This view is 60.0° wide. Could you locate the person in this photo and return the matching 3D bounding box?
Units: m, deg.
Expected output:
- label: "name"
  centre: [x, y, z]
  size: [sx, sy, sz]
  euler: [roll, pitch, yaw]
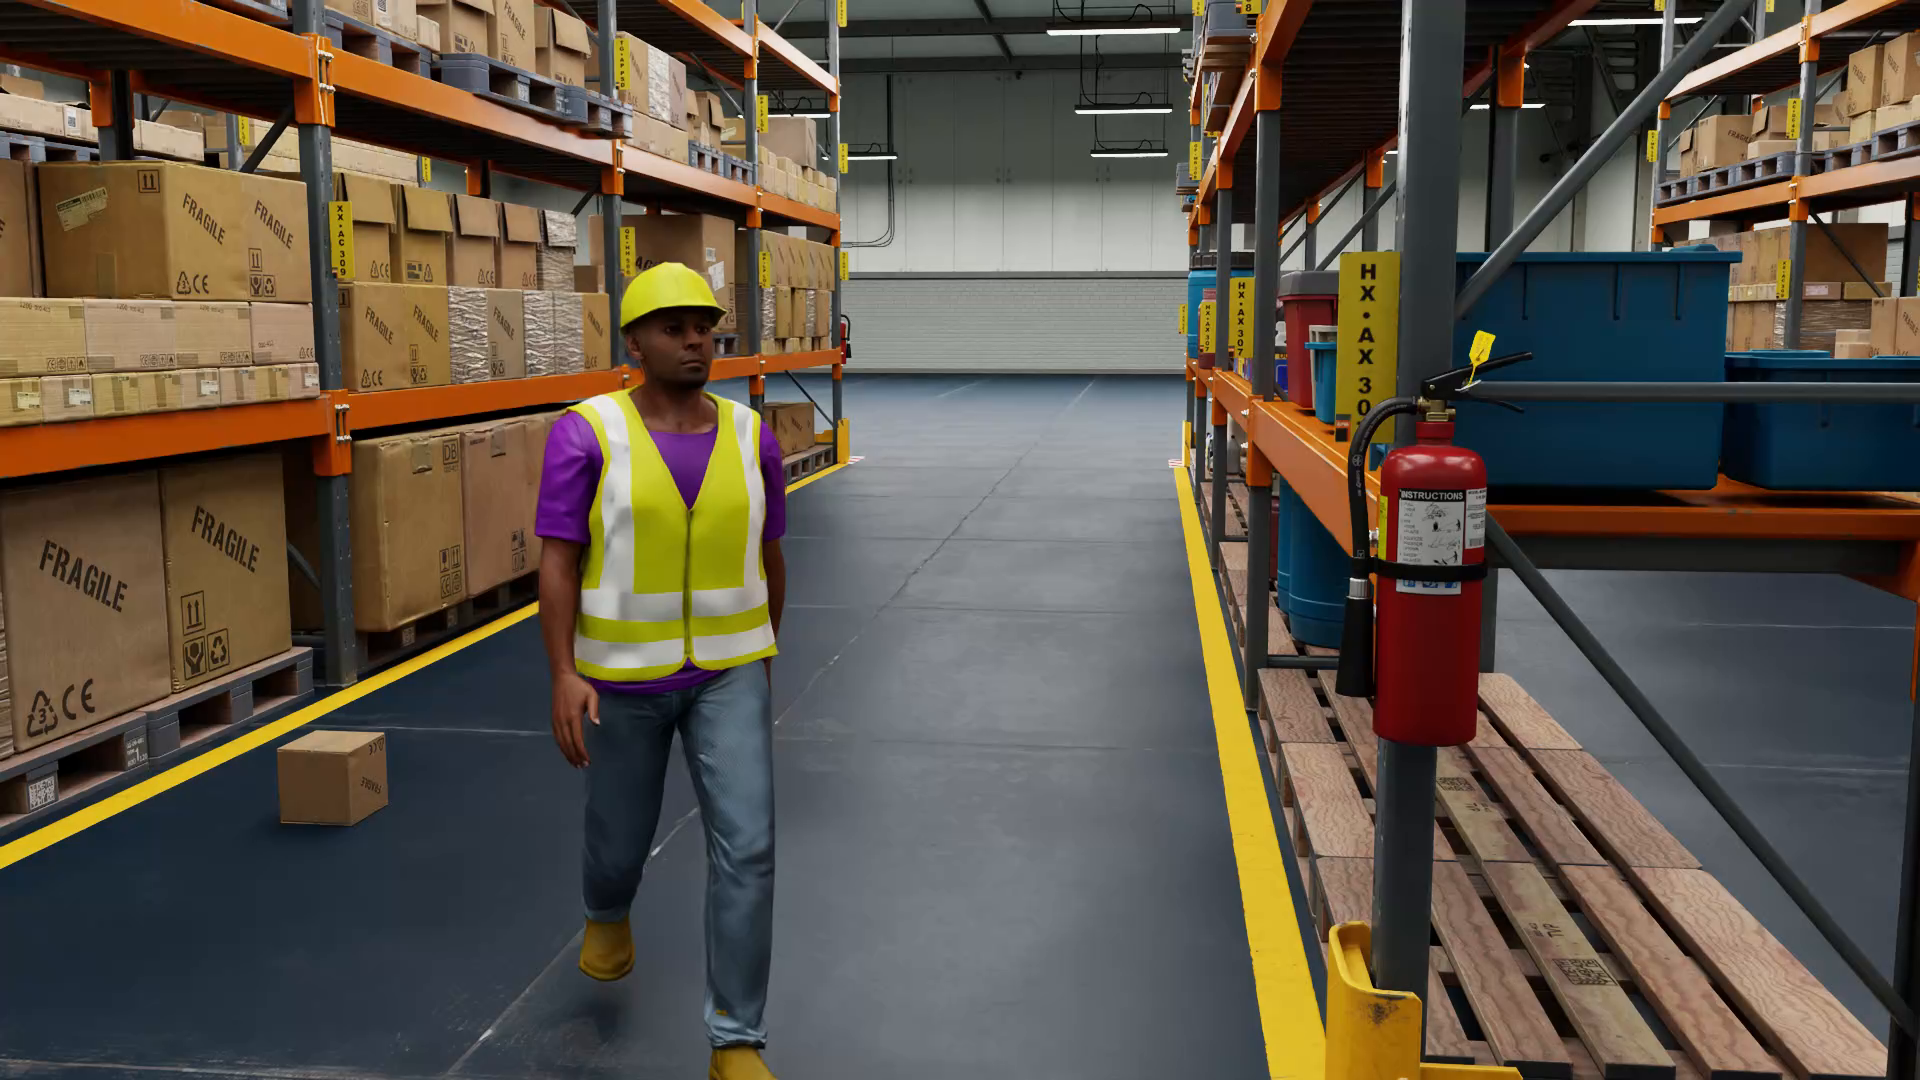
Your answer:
- label: "person"
  centre: [-0.652, 0.234, 3.670]
  size: [0.559, 1.670, 0.781]
  euler: [-3, 8, -20]
